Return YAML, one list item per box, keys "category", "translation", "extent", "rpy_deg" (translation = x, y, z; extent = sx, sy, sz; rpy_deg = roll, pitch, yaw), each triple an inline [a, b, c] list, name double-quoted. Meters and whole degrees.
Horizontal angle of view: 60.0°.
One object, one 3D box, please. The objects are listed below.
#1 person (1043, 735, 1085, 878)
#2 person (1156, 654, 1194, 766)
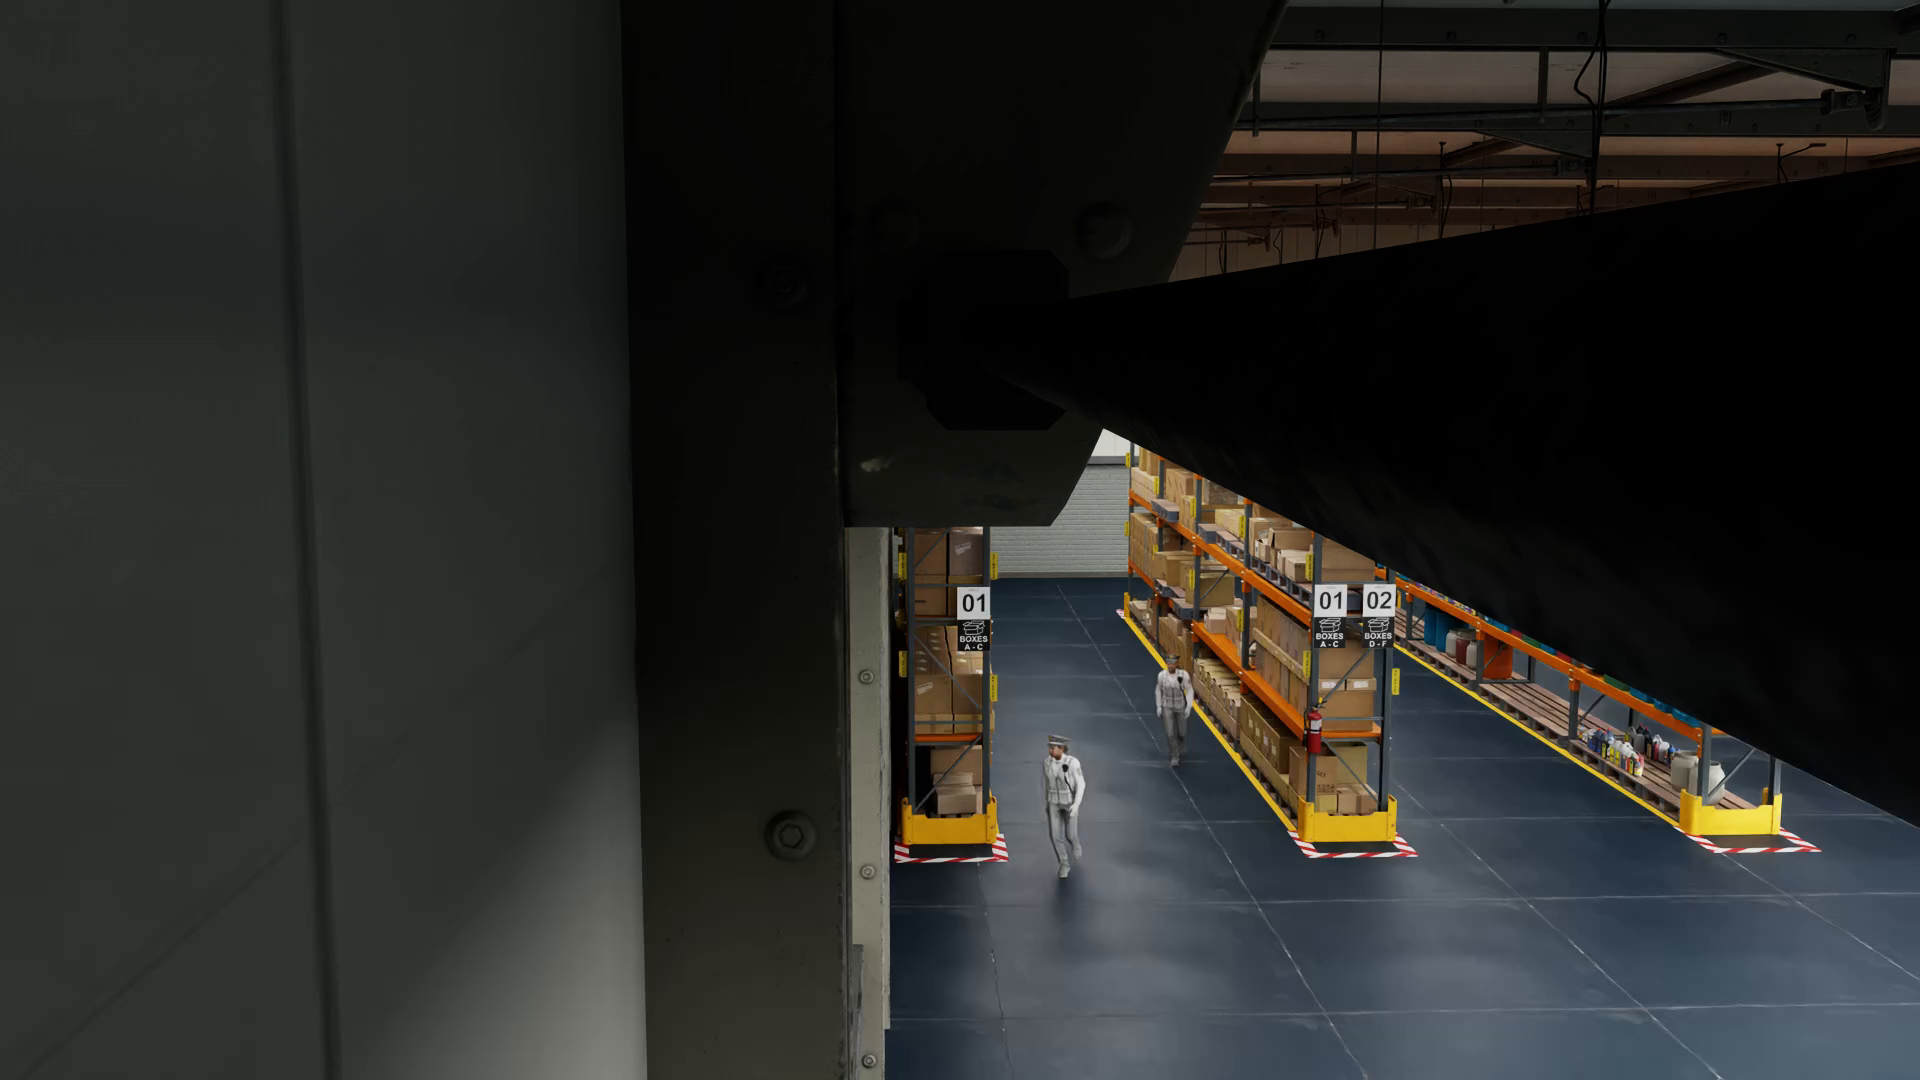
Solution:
- category: "person"
  translation: [1.208, 3.055, 19.356]
  extent: [0.550, 1.651, 0.561]
  rpy_deg: [3, 8, 22]
- category: "person"
  translation: [3.133, 2.424, 24.253]
  extent: [0.548, 1.648, 0.624]
  rpy_deg: [1, 7, 11]
